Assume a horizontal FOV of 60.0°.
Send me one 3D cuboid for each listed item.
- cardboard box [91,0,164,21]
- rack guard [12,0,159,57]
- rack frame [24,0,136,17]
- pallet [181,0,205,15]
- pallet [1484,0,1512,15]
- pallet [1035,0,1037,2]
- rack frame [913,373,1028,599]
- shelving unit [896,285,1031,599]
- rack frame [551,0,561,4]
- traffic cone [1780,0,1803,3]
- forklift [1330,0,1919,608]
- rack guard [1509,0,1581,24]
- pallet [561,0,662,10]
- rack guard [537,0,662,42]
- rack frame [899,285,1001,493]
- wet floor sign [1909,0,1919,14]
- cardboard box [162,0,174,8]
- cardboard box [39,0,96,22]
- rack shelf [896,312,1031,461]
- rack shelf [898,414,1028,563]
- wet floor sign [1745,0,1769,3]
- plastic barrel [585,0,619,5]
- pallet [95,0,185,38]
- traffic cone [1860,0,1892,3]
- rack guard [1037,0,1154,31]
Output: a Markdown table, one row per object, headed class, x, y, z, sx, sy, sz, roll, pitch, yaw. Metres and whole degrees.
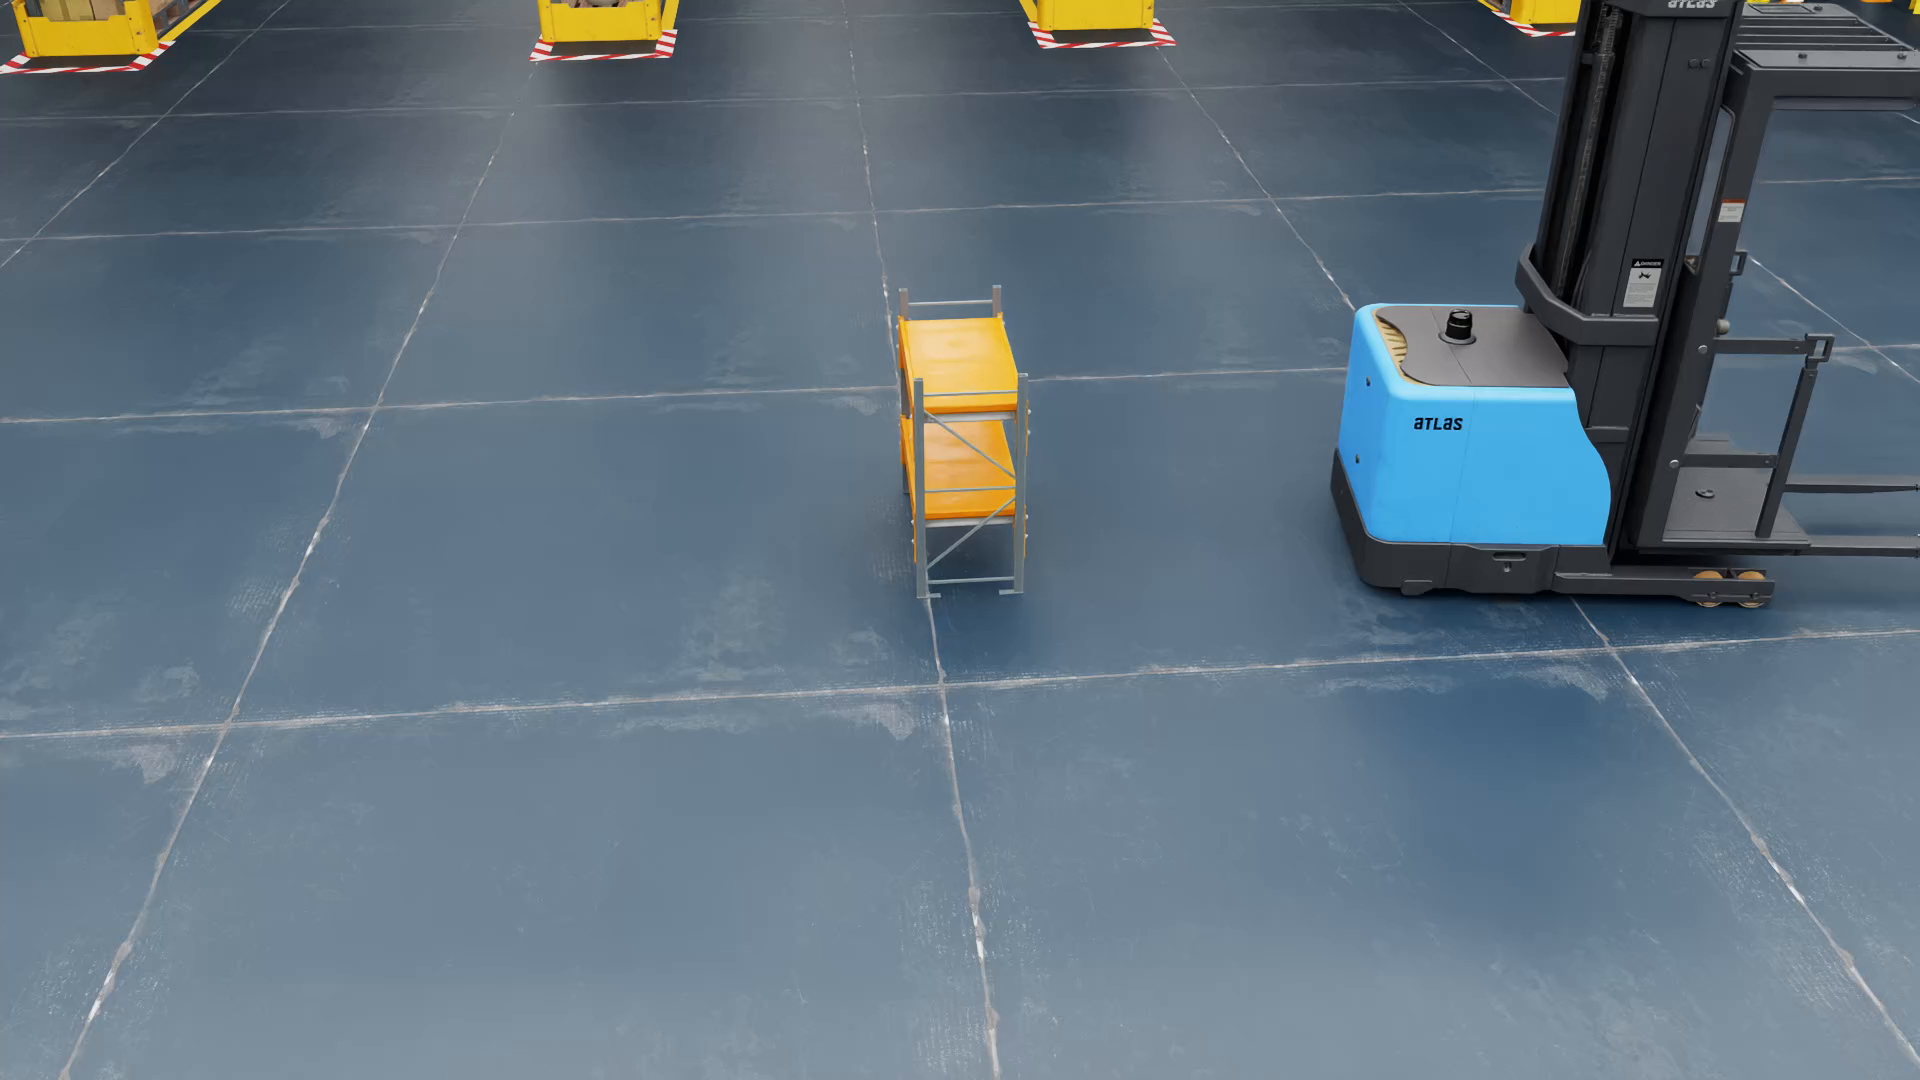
| class | x | y | z | sx | sy | sz | roll | pitch | yaw |
| --- | --- | --- | --- | --- | --- | --- | --- | --- | --- |
| cardboard box | -8.298 | -5.363 | 16.575 | 0.500 | 0.250 | 0.500 | -3 | 31 | -5 |
| rack guard | -8.467 | -4.993 | 16.122 | 1.175 | 0.500 | 0.348 | -3 | 31 | -5 |
| rack frame | -8.469 | -6.079 | 15.502 | 1.000 | 3.000 | 0.127 | -3 | 31 | -5 |
| pallet | -8.693 | -5.891 | 17.907 | 1.003 | 0.211 | 1.213 | -3 | 31 | -5 |
| pallet | 6.189 | -5.945 | 17.997 | 1.003 | 0.211 | 1.213 | -3 | 31 | -5 |
| pallet | 1.346 | -5.809 | 17.770 | 1.003 | 0.211 | 1.213 | -3 | 31 | -5 |
| rack frame | 0.047 | -0.227 | 7.533 | 0.500 | 1.125 | 0.032 | -3 | 31 | -5 |
| shelving unit | -0.001 | -0.486 | 7.967 | 0.538 | 1.125 | 1.048 | -3 | 31 | -5 |
| rack frame | -3.537 | -6.314 | 15.896 | 1.000 | 3.000 | 0.127 | -3 | 31 | -5 |
| traffic cone | 8.863 | -5.868 | 17.623 | 0.336 | 0.463 | 0.334 | -3 | 31 | -5 |
| forklift | 3.405 | -1.222 | 7.438 | 3.031 | 2.935 | 1.130 | 1 | 31 | 2 |
| rack guard | 6.344 | -5.652 | 17.225 | 1.175 | 0.500 | 0.348 | -3 | 31 | -5 |
| pallet | -3.662 | -5.568 | 17.367 | 1.003 | 0.211 | 1.213 | -3 | 31 | -5 |
| rack guard | -3.591 | -5.277 | 16.598 | 1.175 | 0.500 | 0.348 | -3 | 31 | -5 |
| rack frame | -0.048 | -0.746 | 8.402 | 0.500 | 1.125 | 0.032 | -3 | 31 | -5 |
| wet floor sign | 10.213 | -5.867 | 17.443 | 0.267 | 0.644 | 0.232 | 8 | 32 | 13 |
| cardboard box | -8.348 | -5.618 | 17.002 | 0.500 | 0.250 | 0.500 | -3 | 31 | -5 |
| cardboard box | -8.814 | -5.338 | 16.534 | 0.500 | 0.250 | 0.500 | -3 | 31 | -5 |
| rack shelf | -0.001 | -0.738 | 7.817 | 0.538 | 0.278 | 1.000 | -3 | 31 | -5 |
| rack shelf | -0.001 | -0.276 | 8.093 | 0.538 | 0.278 | 1.000 | -3 | 31 | -5 |
| wet floor sign | 8.316 | -5.807 | 17.342 | 0.267 | 0.644 | 0.232 | -8 | 32 | -13 |
| plastic barrel | -3.675 | -5.759 | 16.982 | 0.421 | 0.512 | 0.421 | 0 | 31 | 0 |
| pallet | -8.583 | -5.270 | 16.867 | 1.003 | 0.211 | 1.213 | -3 | 31 | -5 |
| traffic cone | 9.936 | -6.095 | 18.003 | 0.336 | 0.463 | 0.334 | -3 | 31 | -5 |
| rack guard | 1.387 | -5.517 | 16.999 | 1.175 | 0.500 | 0.348 | -3 | 31 | -5 |
